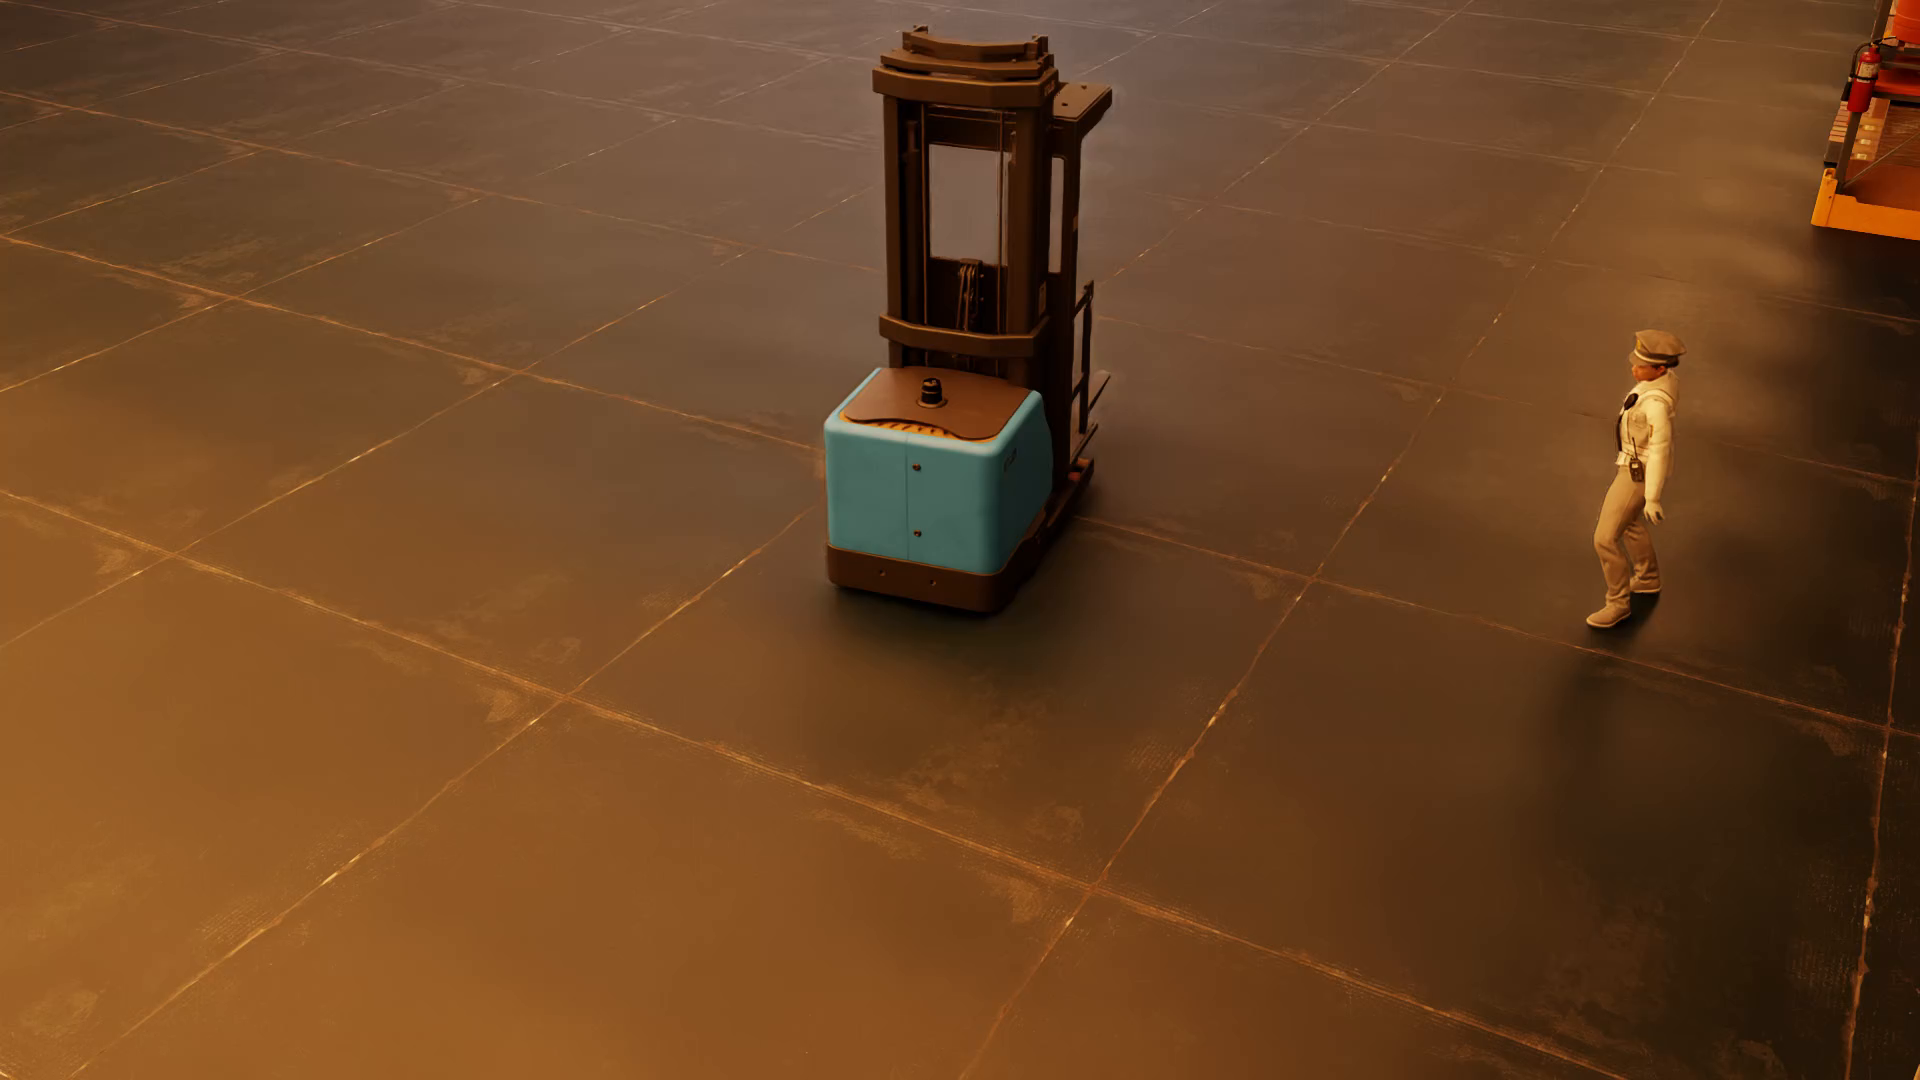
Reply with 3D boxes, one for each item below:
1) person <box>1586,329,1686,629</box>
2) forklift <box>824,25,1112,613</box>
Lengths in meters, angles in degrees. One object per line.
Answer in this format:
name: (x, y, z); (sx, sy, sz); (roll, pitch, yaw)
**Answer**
person: (3.735, -0.360, 9.049); (0.423, 1.642, 0.810); (14, 33, 23)
forklift: (0.218, -1.593, 9.830); (1.130, 2.935, 3.031); (10, 31, 17)
